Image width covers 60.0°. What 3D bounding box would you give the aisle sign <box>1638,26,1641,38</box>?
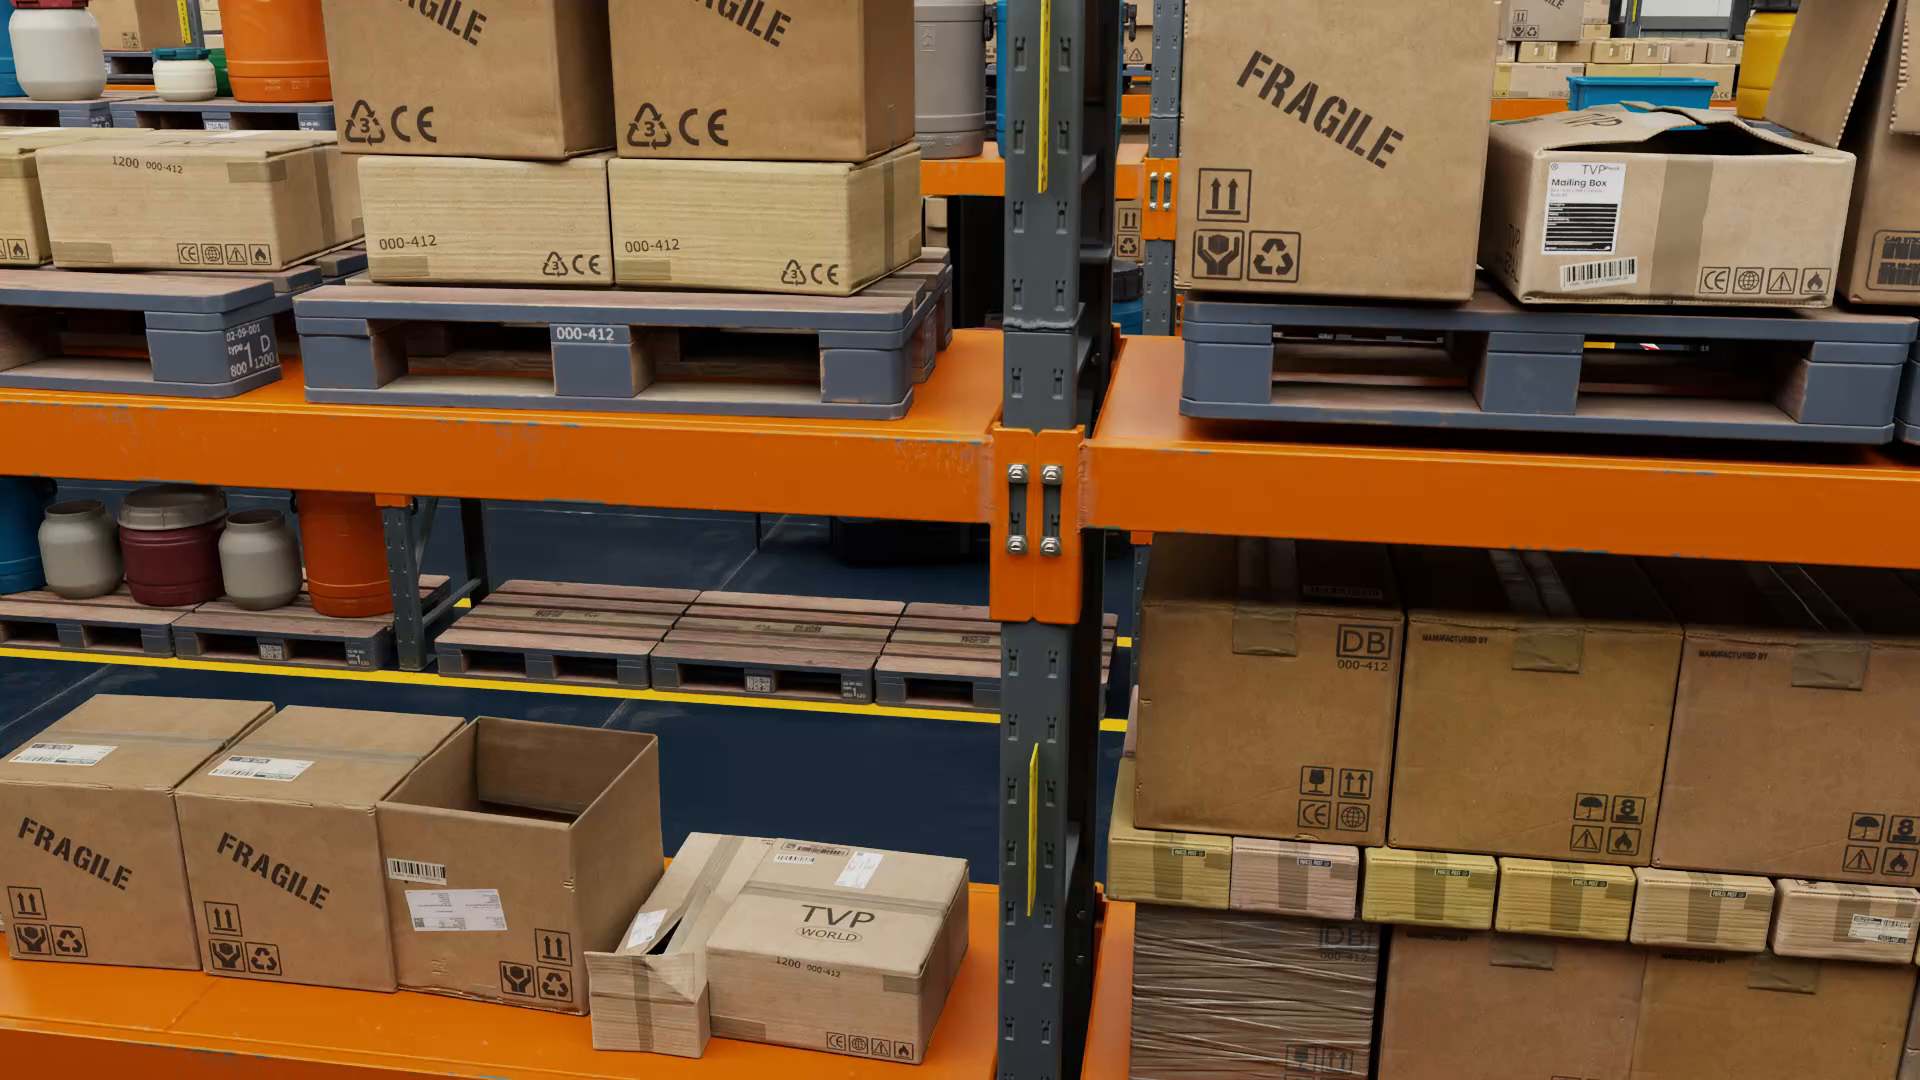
[{"bbox_3d":[6.651,-4.686,16.485,0.004,0.787,0.394,3,19,9],"label":"aisle sign"}]

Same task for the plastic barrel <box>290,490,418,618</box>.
[{"bbox_3d":[-3.428,-0.043,9.461,0.708,0.830,0.600,3,19,9],"label":"plastic barrel"}]

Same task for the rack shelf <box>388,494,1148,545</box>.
[{"bbox_3d":[-0.968,-0.411,8.939,4.000,0.370,1.077,3,19,9],"label":"rack shelf"}]

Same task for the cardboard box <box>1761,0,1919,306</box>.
[{"bbox_3d":[1.823,-0.715,2.940,0.637,0.503,0.797,5,19,15],"label":"cardboard box"}]

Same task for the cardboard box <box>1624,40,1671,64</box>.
[{"bbox_3d":[4.892,-3.488,11.882,0.250,0.149,0.380,2,19,6],"label":"cardboard box"}]

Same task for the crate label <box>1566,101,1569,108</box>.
[{"bbox_3d":[3.160,-2.000,8.061,0.408,0.251,0.502,3,19,9],"label":"crate label"}]

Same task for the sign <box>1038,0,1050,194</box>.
[{"bbox_3d":[0.141,-0.747,2.770,0.005,0.325,0.100,3,19,9],"label":"sign"}]

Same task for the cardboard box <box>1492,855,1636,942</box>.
[{"bbox_3d":[1.214,0.657,3.433,0.250,0.149,0.380,3,19,8],"label":"cardboard box"}]

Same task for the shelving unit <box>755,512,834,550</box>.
[{"bbox_3d":[-1.118,-0.546,11.028,0.503,1.200,0.258,-2,19,-3],"label":"shelving unit"}]

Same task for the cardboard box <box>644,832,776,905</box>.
[{"bbox_3d":[-0.625,0.910,4.252,0.250,0.149,0.380,3,19,9],"label":"cardboard box"}]

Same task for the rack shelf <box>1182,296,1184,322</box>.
[{"bbox_3d":[3.767,-1.762,12.975,4.000,0.370,1.077,3,19,9],"label":"rack shelf"}]

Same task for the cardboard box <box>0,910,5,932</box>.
[{"bbox_3d":[-2.464,0.864,4.389,0.250,0.149,0.380,4,19,13],"label":"cardboard box"}]

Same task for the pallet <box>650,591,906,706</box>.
[{"bbox_3d":[-0.983,0.582,9.230,1.213,0.211,1.003,3,19,9],"label":"pallet"}]

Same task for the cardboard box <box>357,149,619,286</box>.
[{"bbox_3d":[-0.932,-0.712,3.550,0.500,0.250,0.500,1,19,3],"label":"cardboard box"}]

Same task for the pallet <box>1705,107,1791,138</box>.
[{"bbox_3d":[4.155,-1.856,7.693,1.213,0.211,1.003,3,19,9],"label":"pallet"}]

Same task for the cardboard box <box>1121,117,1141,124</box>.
[{"bbox_3d":[1.680,-4.322,17.761,0.500,0.500,0.700,3,19,8],"label":"cardboard box"}]

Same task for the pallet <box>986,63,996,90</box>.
[{"bbox_3d":[0.175,-3.653,13.061,1.003,0.211,1.213,3,19,9],"label":"pallet"}]

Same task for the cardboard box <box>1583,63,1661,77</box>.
[{"bbox_3d":[4.732,-3.323,12.015,0.500,0.250,0.500,3,19,9],"label":"cardboard box"}]

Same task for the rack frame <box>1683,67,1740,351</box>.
[{"bbox_3d":[5.742,-2.002,12.560,0.127,3.000,1.000,3,19,9],"label":"rack frame"}]

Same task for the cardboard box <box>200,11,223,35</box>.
[{"bbox_3d":[-8.261,-5.815,18.677,0.500,0.250,0.500,3,19,8],"label":"cardboard box"}]

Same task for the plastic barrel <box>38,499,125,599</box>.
[{"bbox_3d":[-5.115,0.051,9.683,0.421,0.512,0.421,0,18,0],"label":"plastic barrel"}]

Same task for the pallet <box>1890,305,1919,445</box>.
[{"bbox_3d":[2.265,-0.384,3.135,1.213,0.211,1.003,3,19,9],"label":"pallet"}]

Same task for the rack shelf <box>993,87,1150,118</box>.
[{"bbox_3d":[-0.182,-3.386,13.101,4.000,0.370,1.077,3,19,9],"label":"rack shelf"}]

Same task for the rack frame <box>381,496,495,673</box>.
[{"bbox_3d":[-2.943,-0.853,9.126,0.127,3.000,1.000,3,19,9],"label":"rack frame"}]

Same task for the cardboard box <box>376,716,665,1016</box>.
[{"bbox_3d":[-1.058,0.782,4.081,0.500,0.500,0.500,4,19,13],"label":"cardboard box"}]

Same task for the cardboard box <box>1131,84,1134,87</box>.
[{"bbox_3d":[2.190,-5.987,22.158,0.250,0.149,0.380,2,19,7],"label":"cardboard box"}]

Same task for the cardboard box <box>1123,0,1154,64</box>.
[{"bbox_3d":[1.344,-3.929,12.766,0.637,0.503,0.797,2,19,6],"label":"cardboard box"}]

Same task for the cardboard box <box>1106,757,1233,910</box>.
[{"bbox_3d":[0.452,0.619,3.546,0.250,0.149,0.380,3,19,9],"label":"cardboard box"}]

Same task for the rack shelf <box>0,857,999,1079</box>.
[{"bbox_3d":[-1.757,1.140,4.302,4.000,0.370,1.077,3,19,9],"label":"rack shelf"}]

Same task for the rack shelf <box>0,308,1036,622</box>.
[{"bbox_3d":[-1.757,-0.282,3.826,4.000,0.370,1.077,3,19,9],"label":"rack shelf"}]

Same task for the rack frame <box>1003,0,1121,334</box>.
[{"bbox_3d":[0.217,-1.945,2.935,0.127,3.000,1.000,3,19,9],"label":"rack frame"}]

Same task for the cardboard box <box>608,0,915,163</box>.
[{"bbox_3d":[-0.385,-1.050,3.379,0.500,0.500,0.500,3,19,9],"label":"cardboard box"}]

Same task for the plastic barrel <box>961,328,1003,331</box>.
[{"bbox_3d":[0.097,-0.833,8.852,0.433,0.535,0.433,0,18,0],"label":"plastic barrel"}]

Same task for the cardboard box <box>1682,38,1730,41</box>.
[{"bbox_3d":[5.507,-3.629,12.303,0.250,0.149,0.380,3,19,8],"label":"cardboard box"}]

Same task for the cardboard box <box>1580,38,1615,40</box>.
[{"bbox_3d":[4.739,-3.683,12.463,0.250,0.149,0.380,4,19,11],"label":"cardboard box"}]

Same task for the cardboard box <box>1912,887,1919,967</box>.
[{"bbox_3d":[1.982,0.696,3.317,0.250,0.149,0.380,3,19,8],"label":"cardboard box"}]

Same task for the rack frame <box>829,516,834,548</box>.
[{"bbox_3d":[-0.874,-0.555,11.040,0.015,1.200,0.240,-2,19,-3],"label":"rack frame"}]

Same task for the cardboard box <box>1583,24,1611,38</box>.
[{"bbox_3d":[6.246,-5.012,16.403,0.250,0.149,0.380,3,19,9],"label":"cardboard box"}]

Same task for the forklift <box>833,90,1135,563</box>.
[{"bbox_3d":[0.662,-1.431,10.960,3.031,2.935,1.130,-2,19,-7],"label":"forklift"}]

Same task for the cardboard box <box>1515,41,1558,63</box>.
[{"bbox_3d":[4.135,-3.527,11.997,0.250,0.149,0.380,2,19,6],"label":"cardboard box"}]

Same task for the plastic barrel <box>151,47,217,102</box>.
[{"bbox_3d":[-4.024,-2.417,8.629,0.301,0.262,0.301,0,18,0],"label":"plastic barrel"}]

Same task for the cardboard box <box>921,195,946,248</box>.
[{"bbox_3d":[0.066,-2.510,13.253,0.637,0.503,0.797,5,19,14],"label":"cardboard box"}]

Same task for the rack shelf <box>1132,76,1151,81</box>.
[{"bbox_3d":[0.704,-4.934,17.730,4.000,0.370,1.077,3,19,9],"label":"rack shelf"}]

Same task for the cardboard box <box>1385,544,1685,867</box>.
[{"bbox_3d":[1.156,0.282,3.530,0.500,0.500,0.700,3,19,9],"label":"cardboard box"}]

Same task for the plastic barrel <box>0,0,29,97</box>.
[{"bbox_3d":[-5.183,-2.876,8.992,0.708,0.901,0.600,3,19,9],"label":"plastic barrel"}]

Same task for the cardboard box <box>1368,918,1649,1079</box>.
[{"bbox_3d":[1.178,0.897,3.737,0.500,0.500,0.700,3,19,8],"label":"cardboard box"}]

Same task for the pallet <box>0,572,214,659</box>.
[{"bbox_3d":[-4.929,0.380,9.834,1.213,0.211,1.003,3,19,9],"label":"pallet"}]

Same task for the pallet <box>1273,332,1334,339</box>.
[{"bbox_3d":[3.417,-2.367,18.046,1.213,0.211,1.003,3,19,9],"label":"pallet"}]
